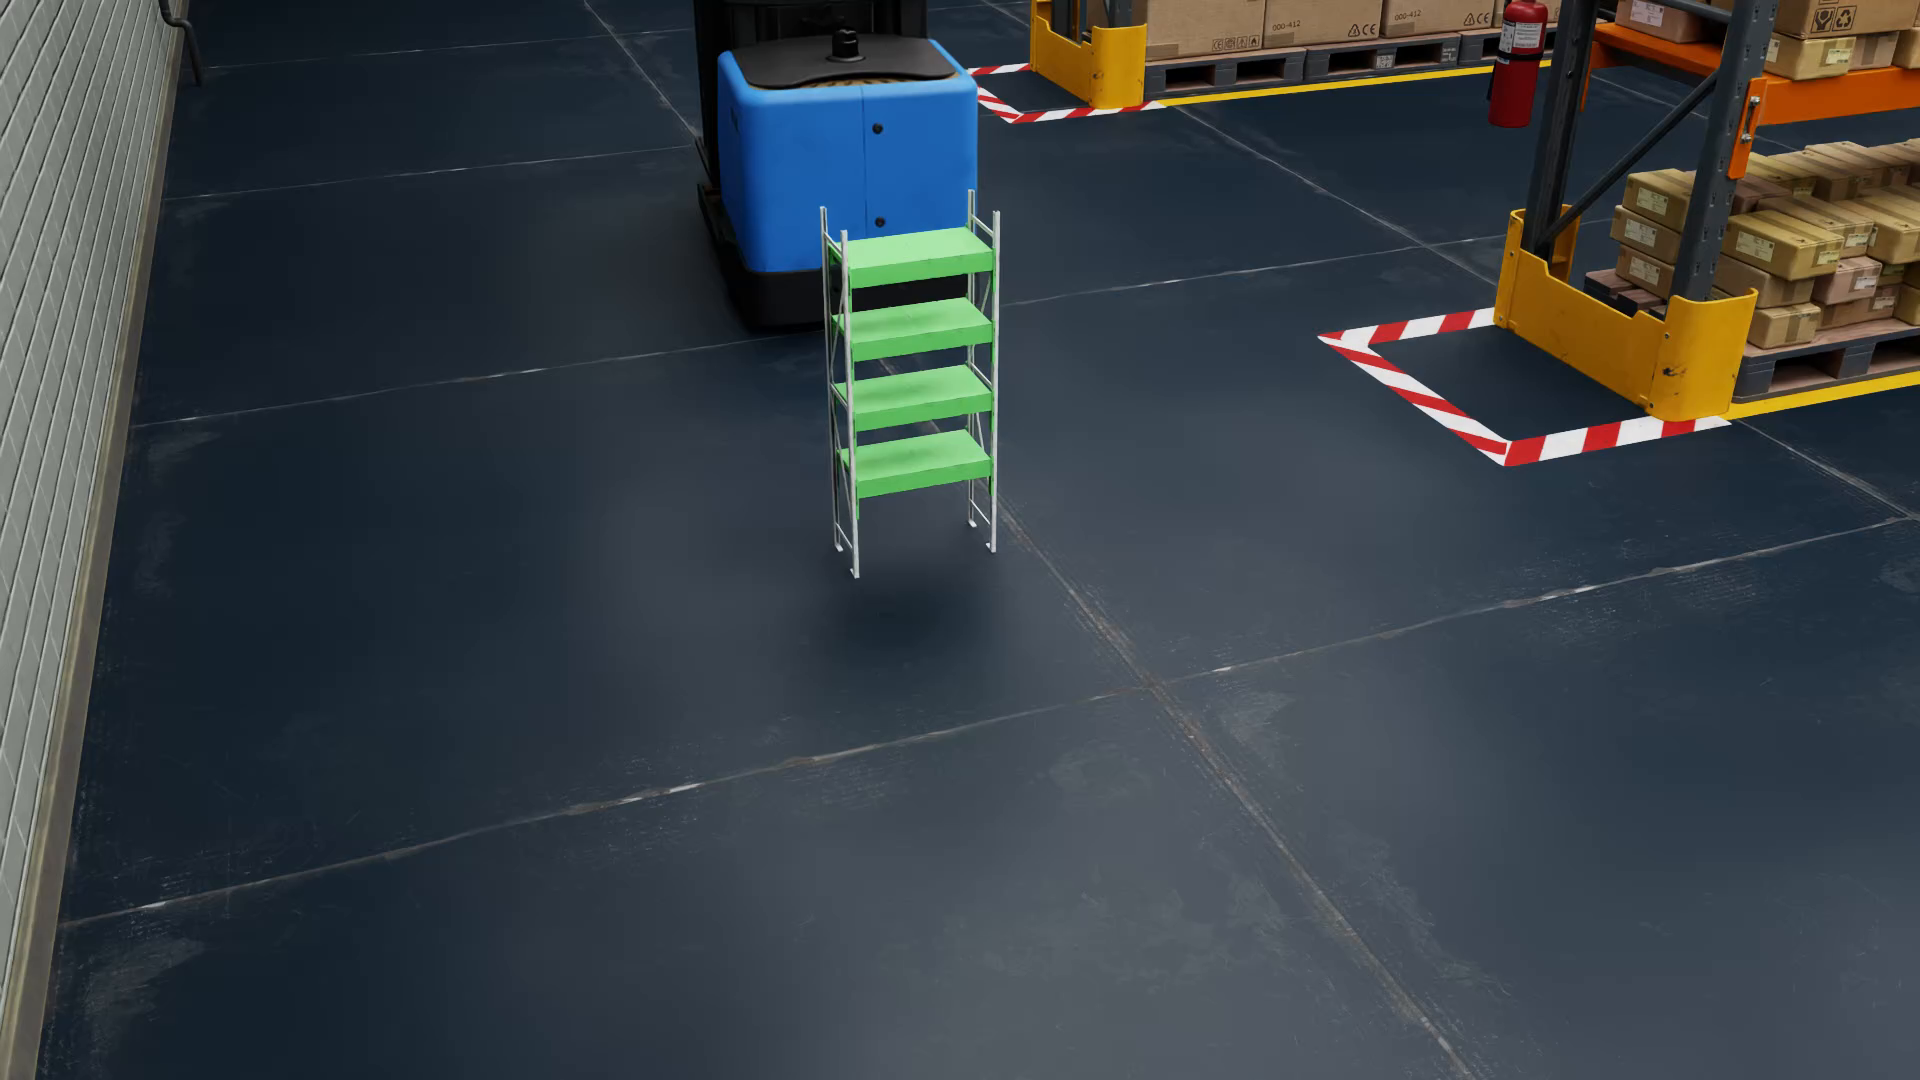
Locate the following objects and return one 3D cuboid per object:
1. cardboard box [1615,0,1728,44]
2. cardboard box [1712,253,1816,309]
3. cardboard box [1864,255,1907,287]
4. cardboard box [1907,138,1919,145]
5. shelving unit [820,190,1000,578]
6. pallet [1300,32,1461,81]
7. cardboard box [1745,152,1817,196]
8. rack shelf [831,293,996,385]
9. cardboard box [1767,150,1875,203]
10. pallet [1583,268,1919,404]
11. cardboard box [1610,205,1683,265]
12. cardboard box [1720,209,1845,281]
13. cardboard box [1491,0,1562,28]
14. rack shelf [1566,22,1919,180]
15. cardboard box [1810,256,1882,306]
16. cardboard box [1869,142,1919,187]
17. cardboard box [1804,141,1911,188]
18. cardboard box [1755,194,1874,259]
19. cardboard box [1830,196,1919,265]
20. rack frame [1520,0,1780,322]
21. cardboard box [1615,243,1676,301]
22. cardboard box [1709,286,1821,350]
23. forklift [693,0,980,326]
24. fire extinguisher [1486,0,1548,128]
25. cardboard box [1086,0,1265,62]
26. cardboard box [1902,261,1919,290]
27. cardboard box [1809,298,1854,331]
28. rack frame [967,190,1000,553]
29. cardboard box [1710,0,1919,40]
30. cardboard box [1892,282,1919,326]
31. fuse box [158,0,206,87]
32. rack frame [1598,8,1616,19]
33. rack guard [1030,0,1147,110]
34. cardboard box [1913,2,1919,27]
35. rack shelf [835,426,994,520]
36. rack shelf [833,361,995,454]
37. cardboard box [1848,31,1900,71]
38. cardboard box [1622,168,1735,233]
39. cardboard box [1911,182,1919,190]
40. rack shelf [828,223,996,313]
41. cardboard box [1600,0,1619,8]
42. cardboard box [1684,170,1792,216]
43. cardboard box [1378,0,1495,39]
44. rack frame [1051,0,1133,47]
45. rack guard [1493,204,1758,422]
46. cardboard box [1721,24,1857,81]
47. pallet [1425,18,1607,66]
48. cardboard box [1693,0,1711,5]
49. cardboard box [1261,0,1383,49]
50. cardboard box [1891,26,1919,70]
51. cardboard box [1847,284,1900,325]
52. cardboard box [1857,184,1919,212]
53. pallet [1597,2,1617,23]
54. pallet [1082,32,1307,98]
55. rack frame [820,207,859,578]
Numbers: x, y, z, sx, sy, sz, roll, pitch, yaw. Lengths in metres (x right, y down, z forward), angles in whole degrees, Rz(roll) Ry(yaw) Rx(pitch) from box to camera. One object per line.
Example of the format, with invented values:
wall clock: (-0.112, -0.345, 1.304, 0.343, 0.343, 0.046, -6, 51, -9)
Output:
cardboard box: (2.876, -2.124, 6.702, 0.250, 0.149, 0.380, -10, 31, -18)
cardboard box: (3.249, -1.090, 6.789, 0.250, 0.149, 0.380, -9, 31, -16)
cardboard box: (3.724, -1.195, 6.972, 0.250, 0.149, 0.380, -10, 31, -17)
cardboard box: (4.549, -1.717, 7.589, 0.250, 0.149, 0.380, -10, 31, -17)
shelving unit: (-0.155, -0.493, 5.403, 0.503, 1.200, 0.258, -10, 31, -18)
pallet: (2.711, -3.496, 11.674, 1.213, 0.211, 1.003, -10, 31, -18)
cardboard box: (3.530, -1.578, 7.343, 0.250, 0.149, 0.380, -11, 32, -19)
rack shelf: (-0.155, -0.646, 5.316, 0.480, 0.148, 0.258, -10, 31, -18)
cardboard box: (3.795, -1.593, 7.370, 0.250, 0.149, 0.380, -12, 32, -20)
pallet: (3.514, -0.971, 7.242, 1.213, 0.211, 1.003, -10, 31, -18)
cardboard box: (3.064, -1.342, 7.231, 0.250, 0.149, 0.380, -11, 32, -19)
cardboard box: (3.278, -1.181, 6.647, 0.250, 0.149, 0.380, -12, 32, -20)
cardboard box: (3.971, -4.026, 11.951, 0.875, 0.438, 0.875, -11, 31, -18)
rack shelf: (4.543, -2.079, 7.095, 4.000, 0.370, 1.077, -10, 31, -18)
cardboard box: (3.525, -1.111, 6.826, 0.250, 0.149, 0.380, -11, 31, -18)
cardboard box: (4.313, -1.659, 7.487, 0.250, 0.149, 0.380, -11, 32, -19)
cardboard box: (4.027, -1.665, 7.497, 0.250, 0.149, 0.380, -9, 31, -16)
cardboard box: (3.495, -1.284, 6.829, 0.250, 0.149, 0.380, -10, 31, -17)
cardboard box: (3.775, -1.268, 6.801, 0.250, 0.149, 0.380, -11, 31, -18)
rack frame: (2.669, -2.046, 6.311, 0.127, 3.000, 1.000, -10, 31, -18)
cardboard box: (3.089, -1.177, 7.242, 0.250, 0.149, 0.380, -10, 31, -17)
cardboard box: (3.271, -0.932, 6.811, 0.250, 0.149, 0.380, -10, 31, -17)
forklift: (-0.756, -2.921, 7.917, 1.130, 2.935, 3.031, -7, 30, -12)
fire extinguisher: (2.272, -2.021, 6.722, 0.183, 0.674, 0.296, -10, 31, -18)
cardboard box: (1.431, -3.555, 11.123, 0.875, 0.438, 0.875, -12, 32, -19)
cardboard box: (4.002, -1.189, 6.961, 0.250, 0.149, 0.380, -9, 31, -16)
cardboard box: (3.488, -1.015, 6.957, 0.250, 0.149, 0.380, -11, 31, -18)
rack frame: (0.074, -0.535, 5.477, 0.015, 1.200, 0.240, -10, 31, -18)
cardboard box: (3.186, -2.168, 6.124, 0.500, 0.500, 0.500, -9, 31, -15)
cardboard box: (3.996, -1.054, 7.026, 0.250, 0.149, 0.380, -10, 31, -17)
fuse box: (-5.025, -3.781, 10.658, 0.414, 1.711, 0.539, -10, 31, -18)
rack frame: (4.597, -5.016, 11.523, 0.127, 3.000, 1.000, -10, 31, -18)
rack guard: (0.825, -3.235, 10.923, 0.348, 0.500, 1.175, -10, 31, -18)
cardboard box: (3.678, -2.272, 6.306, 0.500, 0.500, 0.500, -10, 31, -18)
rack shelf: (-0.155, -0.229, 5.553, 0.480, 0.148, 0.258, -10, 31, -18)
rack shelf: (-0.155, -0.437, 5.434, 0.480, 0.148, 0.258, -10, 31, -18)
cardboard box: (3.311, -1.904, 6.315, 0.250, 0.149, 0.380, -9, 31, -16)
cardboard box: (3.076, -1.457, 7.132, 0.250, 0.149, 0.380, -10, 31, -17)
cardboard box: (4.242, -1.393, 7.020, 0.250, 0.149, 0.380, -9, 31, -16)
rack shelf: (-0.155, -0.854, 5.197, 0.480, 0.148, 0.258, -10, 31, -18)
cardboard box: (5.150, -4.419, 12.198, 0.875, 0.875, 0.875, -9, 31, -16)
cardboard box: (3.332, -1.474, 7.162, 0.250, 0.149, 0.380, -10, 31, -17)
cardboard box: (3.132, -3.871, 11.679, 0.875, 0.438, 0.875, -11, 32, -19)
rack frame: (0.848, -4.325, 10.311, 0.127, 3.000, 1.000, -10, 31, -18)
rack guard: (2.740, -0.973, 6.953, 0.348, 0.500, 1.175, -10, 31, -18)
cardboard box: (3.086, -1.841, 6.204, 0.250, 0.149, 0.380, -11, 31, -18)
pallet: (3.857, -3.709, 12.047, 1.213, 0.211, 1.003, -10, 31, -18)
cardboard box: (3.000, -2.416, 6.558, 0.500, 0.500, 0.500, -10, 31, -17)
cardboard box: (2.286, -3.716, 11.407, 0.875, 0.438, 0.875, -10, 31, -16)
cardboard box: (3.581, -1.925, 6.353, 0.250, 0.149, 0.380, -11, 32, -19)
cardboard box: (3.718, -1.061, 7.038, 0.250, 0.149, 0.380, -10, 31, -17)
cardboard box: (3.979, -1.350, 6.944, 0.250, 0.149, 0.380, -12, 32, -20)
pallet: (5.294, -3.972, 12.509, 1.213, 0.211, 1.003, -10, 31, -18)
pallet: (1.570, -3.288, 11.308, 1.213, 0.211, 1.003, -10, 31, -18)
rack frame: (-0.384, -0.451, 5.329, 0.015, 1.200, 0.240, -10, 31, -18)
